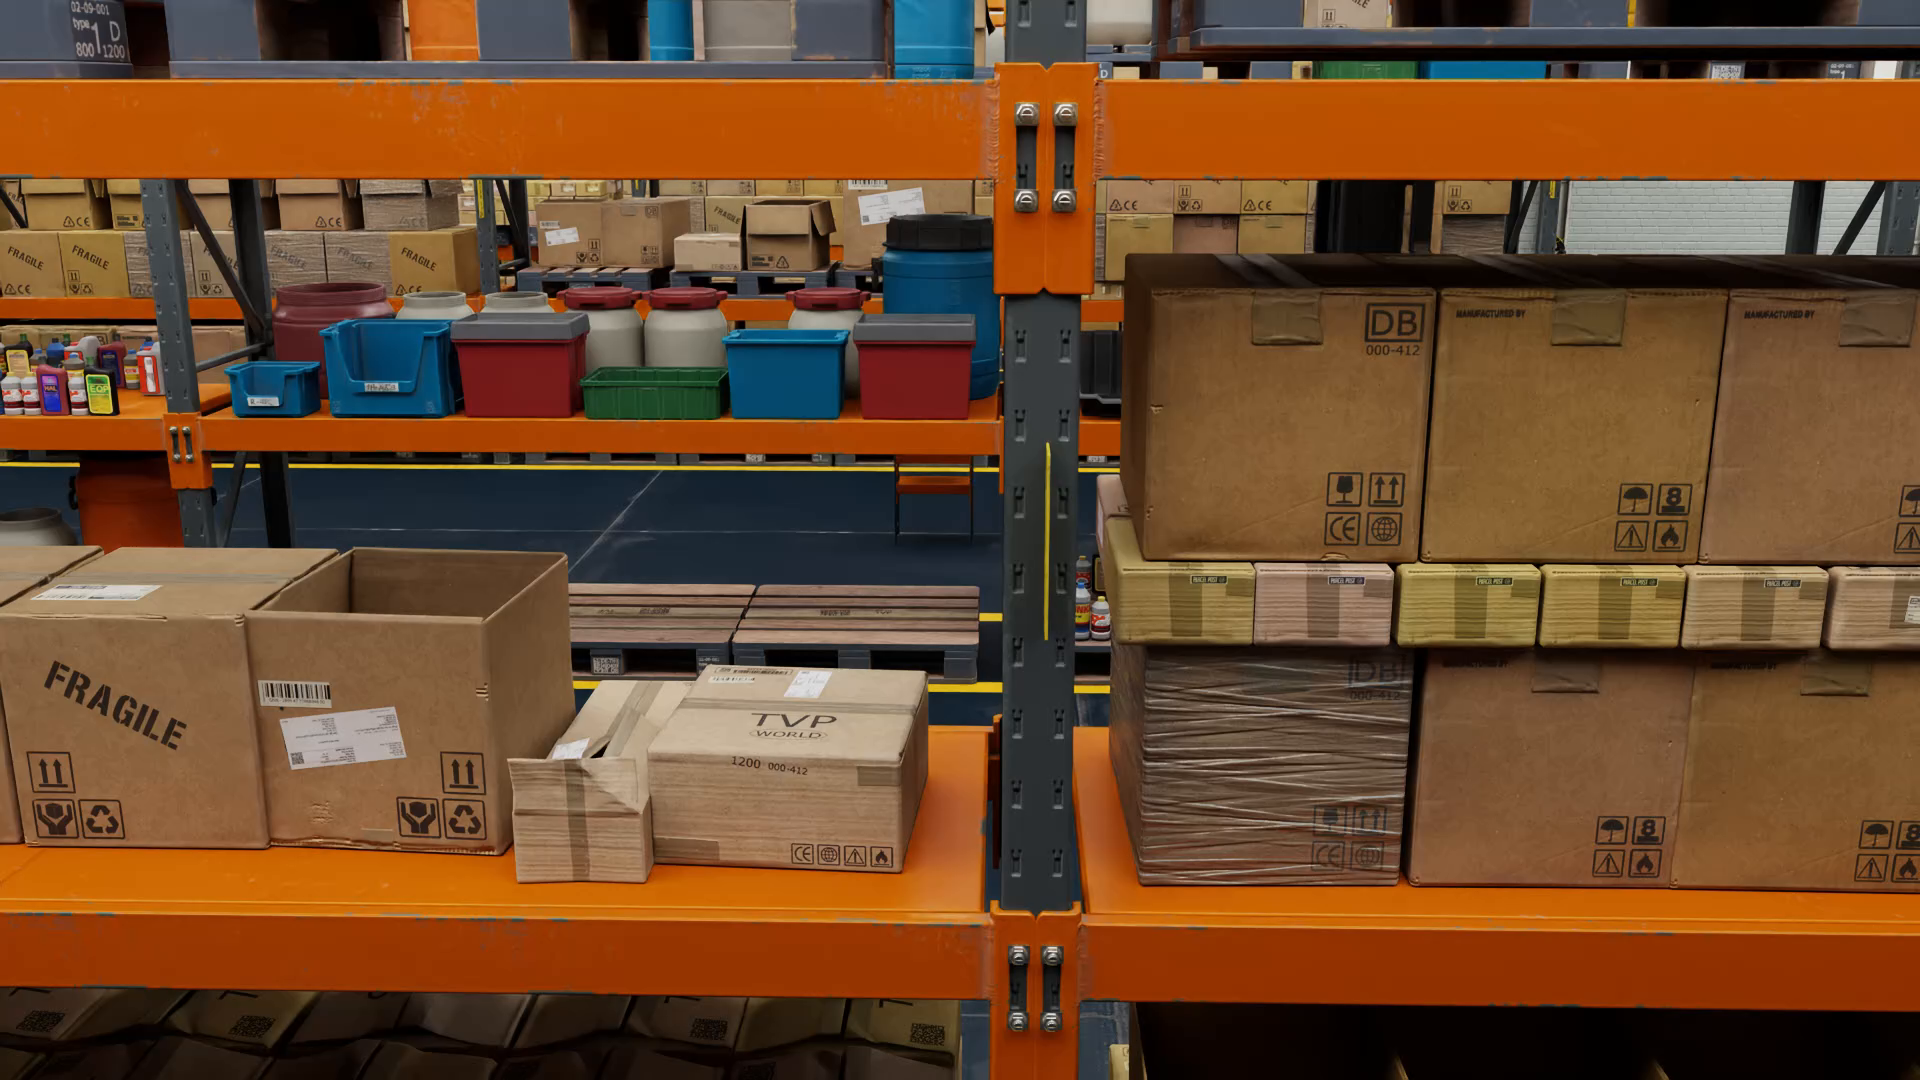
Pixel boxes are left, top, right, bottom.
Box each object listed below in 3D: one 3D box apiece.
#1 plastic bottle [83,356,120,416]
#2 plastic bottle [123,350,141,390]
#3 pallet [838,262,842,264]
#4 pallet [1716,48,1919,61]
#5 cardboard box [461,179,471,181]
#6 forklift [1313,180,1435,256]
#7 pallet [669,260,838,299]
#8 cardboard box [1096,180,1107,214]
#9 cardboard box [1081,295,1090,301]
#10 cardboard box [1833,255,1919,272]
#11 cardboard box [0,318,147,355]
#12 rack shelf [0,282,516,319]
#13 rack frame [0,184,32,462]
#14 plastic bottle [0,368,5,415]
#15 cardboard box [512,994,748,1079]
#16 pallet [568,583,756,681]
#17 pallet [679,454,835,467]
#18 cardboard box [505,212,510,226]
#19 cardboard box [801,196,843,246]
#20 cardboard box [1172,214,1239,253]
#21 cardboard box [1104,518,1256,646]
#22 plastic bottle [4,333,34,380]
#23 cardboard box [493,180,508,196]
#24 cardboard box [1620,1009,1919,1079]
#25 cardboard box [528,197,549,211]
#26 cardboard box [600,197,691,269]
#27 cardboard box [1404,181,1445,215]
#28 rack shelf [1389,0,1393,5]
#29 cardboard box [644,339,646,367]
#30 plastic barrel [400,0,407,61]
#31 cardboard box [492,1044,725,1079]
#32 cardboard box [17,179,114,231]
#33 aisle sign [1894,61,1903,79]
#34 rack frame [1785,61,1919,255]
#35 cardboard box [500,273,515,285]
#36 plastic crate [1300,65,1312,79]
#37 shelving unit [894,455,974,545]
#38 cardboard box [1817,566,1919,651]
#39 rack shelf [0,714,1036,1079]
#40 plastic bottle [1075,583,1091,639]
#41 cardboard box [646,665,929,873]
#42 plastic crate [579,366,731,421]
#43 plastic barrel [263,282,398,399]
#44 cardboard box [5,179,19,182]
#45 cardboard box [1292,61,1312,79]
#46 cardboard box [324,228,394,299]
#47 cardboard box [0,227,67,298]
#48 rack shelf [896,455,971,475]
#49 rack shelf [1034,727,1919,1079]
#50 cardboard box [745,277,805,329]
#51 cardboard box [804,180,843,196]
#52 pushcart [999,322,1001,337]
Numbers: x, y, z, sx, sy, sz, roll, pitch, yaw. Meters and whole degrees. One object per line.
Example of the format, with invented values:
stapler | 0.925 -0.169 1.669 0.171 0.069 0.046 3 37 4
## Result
plastic bottle | -4.131 -0.741 7.997 0.133 0.283 0.061 0 15 1
plastic bottle | -4.353 -0.901 8.764 0.097 0.201 0.097 0 15 0
pallet | -2.392 -4.596 27.846 1.213 0.211 1.003 0 15 1
pallet | 2.222 -1.014 3.097 1.213 0.211 1.003 0 15 1
cardboard box | -5.382 -3.863 18.105 0.250 0.149 0.380 0 15 1
forklift | 2.994 -1.425 10.494 3.031 2.935 1.130 0 15 0
pallet | -1.610 -2.071 13.187 1.213 0.211 1.003 0 15 1
cardboard box | 0.852 -2.748 12.638 0.500 0.500 0.500 0 15 1
cardboard box | 0.866 -1.936 12.790 0.250 0.149 0.380 0 15 1
cardboard box | 2.101 -0.279 3.277 0.500 0.500 0.700 0 15 1
cardboard box | -6.948 -1.369 13.491 0.875 0.875 1.225 0 15 2
rack shelf | -5.589 -1.832 13.313 4.000 0.370 1.077 0 15 1
rack frame | -7.588 -2.193 13.270 0.127 3.000 1.000 0 15 1
plastic bottle | -4.672 -0.743 8.029 0.097 0.271 0.097 0 15 0
cardboard box | -0.755 1.170 3.992 0.500 0.311 0.500 0 15 1
pallet | -1.726 0.469 8.650 1.213 0.211 1.003 0 15 1
pallet | -1.592 -0.804 13.474 1.213 0.211 1.003 0 15 1
cardboard box | -4.621 -3.404 17.533 0.250 0.149 0.380 0 15 1
cardboard box | -1.410 -3.397 17.641 0.500 0.500 0.500 0 15 1
cardboard box | 1.859 -2.324 12.990 0.500 0.500 0.875 0 15 1
cardboard box | 0.416 0.075 3.208 0.250 0.149 0.380 0 15 1
plastic bottle | -4.966 -0.949 8.787 0.133 0.283 0.061 0 15 1
cardboard box | -4.884 -3.694 17.464 0.250 0.149 0.380 0 15 1
cardboard box | 1.608 1.239 3.360 0.500 0.500 0.500 0 15 1
cardboard box | -4.397 -3.546 17.485 0.250 0.149 0.380 1 15 3
cardboard box | -2.488 -2.446 13.213 0.500 0.500 0.700 3 15 10
cardboard box | 3.352 -2.732 12.577 0.500 0.500 0.500 0 15 1
rack shelf | 2.636 -5.751 17.193 4.000 0.370 1.077 0 15 1
cardboard box | -2.389 -1.536 13.348 0.500 0.250 0.500 2 15 8
plastic barrel | -2.901 -2.535 7.707 0.600 0.901 0.600 0 15 0
cardboard box | -0.780 1.310 3.463 0.500 0.311 0.500 1 15 3
cardboard box | -6.950 -2.724 13.122 0.637 0.503 0.797 0 15 0
aisle sign | 4.346 -2.032 7.566 0.004 0.787 0.394 0 15 1
rack frame | 4.281 -0.851 8.187 0.127 3.000 1.000 0 15 1
cardboard box | -5.065 -2.733 17.926 0.500 0.250 0.500 1 15 3
plastic crate | 1.897 -2.293 8.287 0.396 0.136 0.243 0 15 1
shelving unit | -0.165 -0.581 10.691 0.503 1.200 0.258 0 15 1
cardboard box | 1.704 0.082 3.180 0.250 0.149 0.380 0 15 0
rack shelf | -1.847 0.721 3.639 4.000 0.370 1.077 0 15 1
plastic bottle | 0.590 0.343 8.146 0.097 0.271 0.097 0 15 0
cardboard box | -0.341 0.466 3.487 0.500 0.250 0.500 1 15 5
plastic crate | -1.466 -0.714 8.082 0.662 0.188 0.450 0 15 1
plastic barrel | -3.245 -1.043 8.648 0.708 0.536 0.600 0 15 1
cardboard box | -9.893 -4.077 17.674 0.500 0.500 0.500 0 15 0
cardboard box | 2.405 -3.441 12.415 0.500 0.250 0.500 0 15 0
cardboard box | -4.588 -2.160 12.949 0.500 0.500 0.500 0 15 1
cardboard box | -7.135 -2.174 13.005 0.500 0.500 0.500 0 15 2
rack shelf | -0.165 -0.516 10.708 0.480 0.148 0.258 0 15 1
rack shelf | 2.152 0.747 3.540 4.000 0.370 1.077 0 15 1
cardboard box | -1.881 -2.514 18.076 0.750 0.750 1.050 1 15 2
cardboard box | -1.384 -3.948 17.768 0.500 0.500 0.700 0 15 1
pushcart | 0.654 -2.818 20.781 0.936 0.377 1.648 -5 16 -18
